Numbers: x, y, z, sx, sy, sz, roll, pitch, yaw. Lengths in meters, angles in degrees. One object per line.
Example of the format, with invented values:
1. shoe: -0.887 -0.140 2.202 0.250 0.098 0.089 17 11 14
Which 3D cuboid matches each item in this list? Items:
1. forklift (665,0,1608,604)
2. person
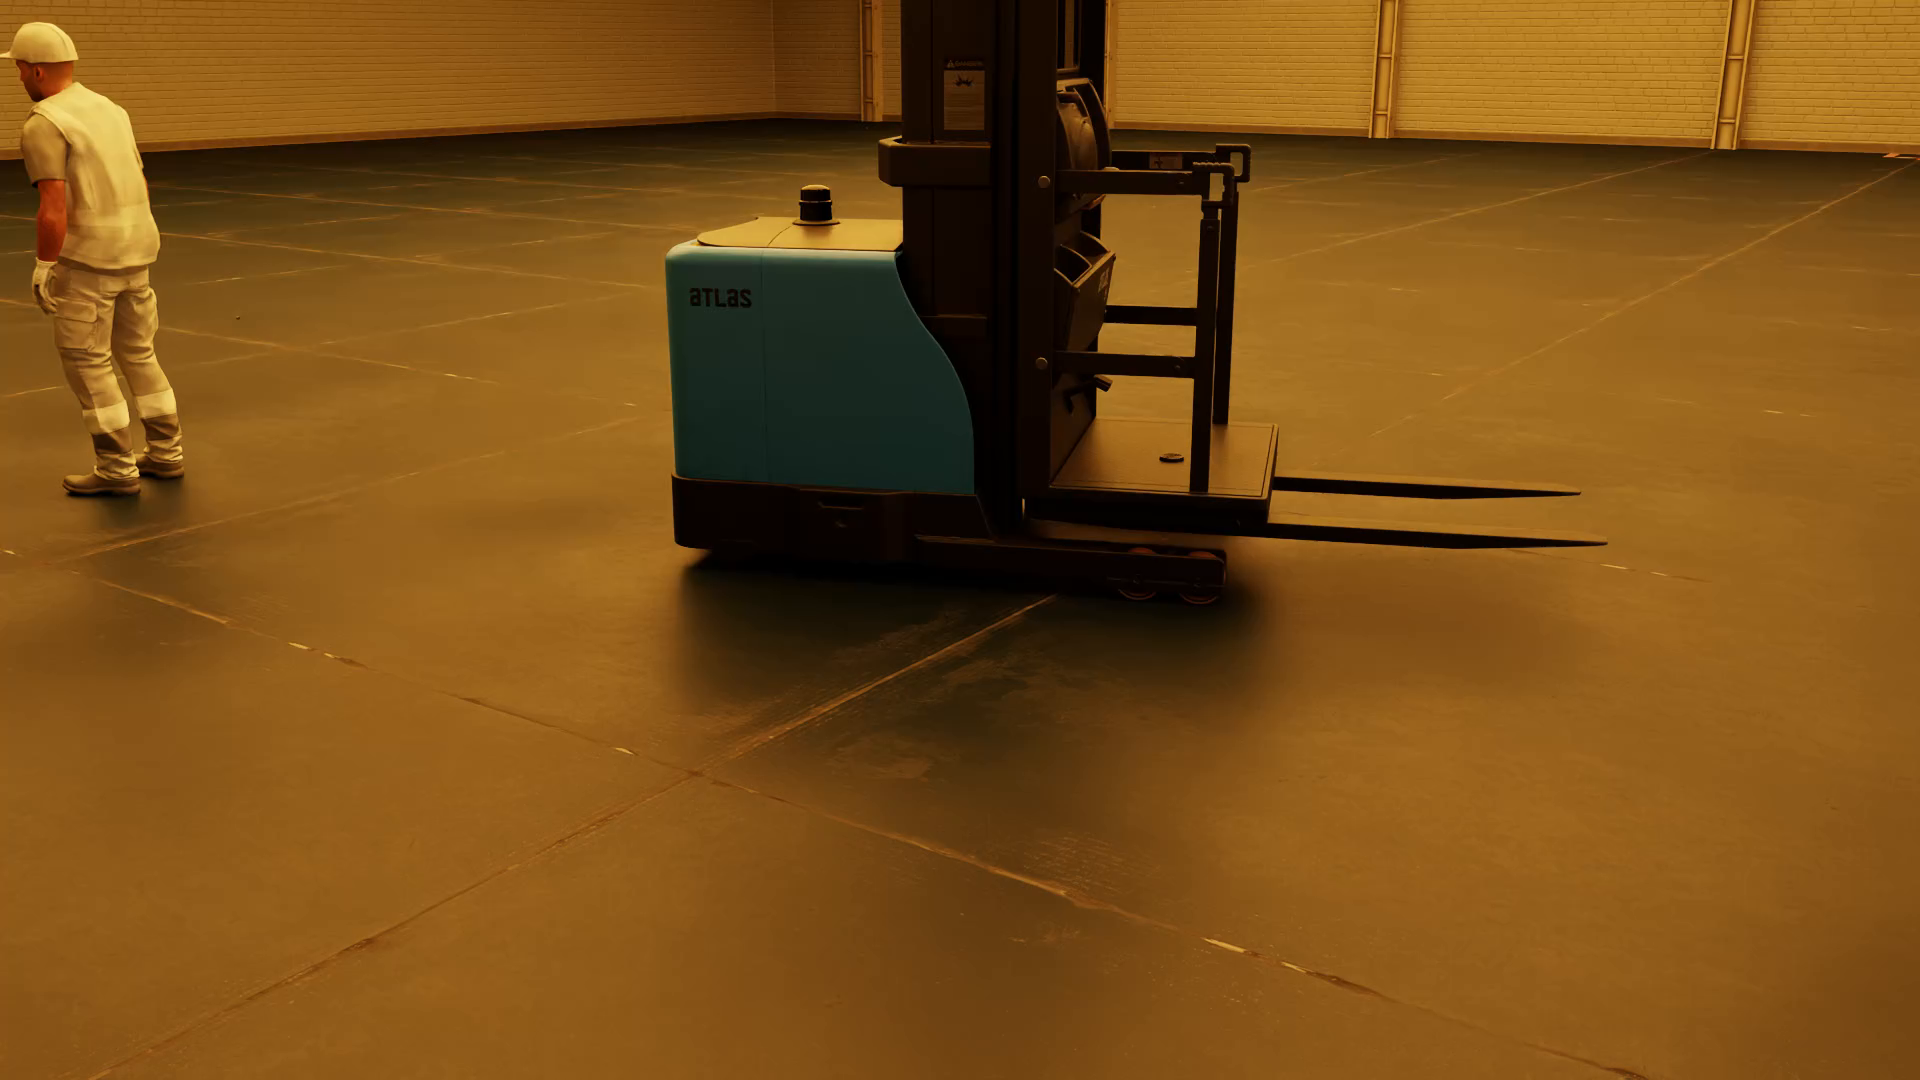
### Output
1. forklift: 0.595 -1.367 5.404 3.031 2.935 1.130 4 17 12
2. person: -3.346 -1.068 6.419 0.449 1.779 0.619 3 17 11
